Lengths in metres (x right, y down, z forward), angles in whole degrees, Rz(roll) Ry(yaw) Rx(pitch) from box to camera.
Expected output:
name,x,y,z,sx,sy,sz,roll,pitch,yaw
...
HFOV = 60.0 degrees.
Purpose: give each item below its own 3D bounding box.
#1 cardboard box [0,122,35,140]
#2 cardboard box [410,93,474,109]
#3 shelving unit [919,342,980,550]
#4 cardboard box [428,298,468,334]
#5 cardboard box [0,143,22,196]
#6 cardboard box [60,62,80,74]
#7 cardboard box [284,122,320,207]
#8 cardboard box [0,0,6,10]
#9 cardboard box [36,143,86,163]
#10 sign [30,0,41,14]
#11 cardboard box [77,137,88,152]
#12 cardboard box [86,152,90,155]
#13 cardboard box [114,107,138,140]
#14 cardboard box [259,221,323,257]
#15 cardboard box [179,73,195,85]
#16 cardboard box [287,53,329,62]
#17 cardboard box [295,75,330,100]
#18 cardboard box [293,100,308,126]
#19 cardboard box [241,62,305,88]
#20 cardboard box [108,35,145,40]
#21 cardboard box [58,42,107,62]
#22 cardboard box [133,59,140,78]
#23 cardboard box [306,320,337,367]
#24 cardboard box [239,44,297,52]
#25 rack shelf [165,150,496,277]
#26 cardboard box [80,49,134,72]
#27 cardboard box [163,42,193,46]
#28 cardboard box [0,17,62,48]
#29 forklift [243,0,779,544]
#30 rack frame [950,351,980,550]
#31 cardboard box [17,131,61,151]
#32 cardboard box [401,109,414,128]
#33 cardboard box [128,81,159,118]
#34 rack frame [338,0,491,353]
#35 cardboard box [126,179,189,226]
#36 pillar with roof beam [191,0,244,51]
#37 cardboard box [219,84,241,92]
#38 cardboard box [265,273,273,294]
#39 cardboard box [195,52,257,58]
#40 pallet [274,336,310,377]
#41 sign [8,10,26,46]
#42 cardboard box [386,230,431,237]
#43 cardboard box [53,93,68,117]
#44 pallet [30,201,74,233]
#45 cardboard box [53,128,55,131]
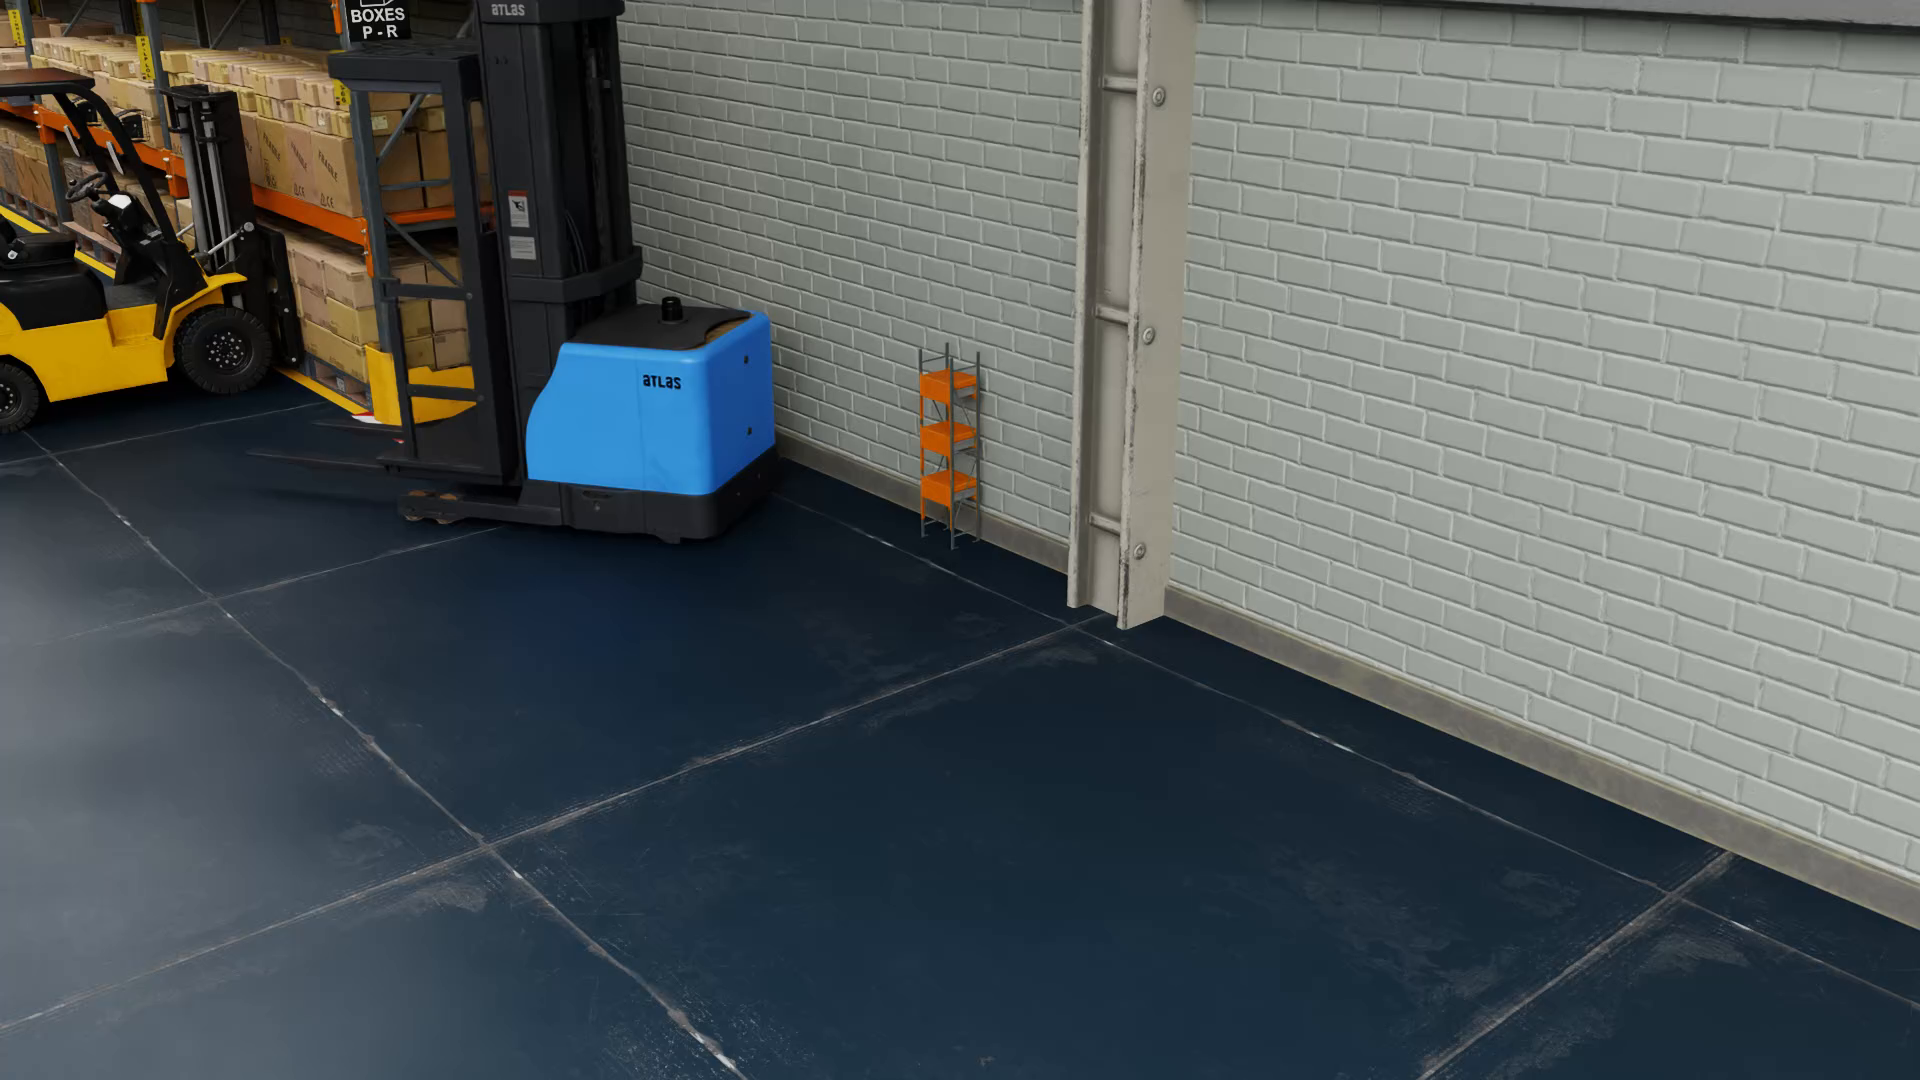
name,x,y,z,sx,sy,sz,roll,pitch,yaw
cardboard box,-10.438,-4.521,18.376,0.380,0.149,0.250,-18,27,-38
cardboard box,-3.435,-2.942,10.947,0.380,0.149,0.250,-18,28,-38
shelving unit,-0.054,-0.494,8.805,0.215,1.050,0.252,-18,28,-38
cardboard box,-3.527,-1.638,11.563,0.500,0.250,0.500,-17,27,-36
cardboard box,-10.054,-4.042,18.043,0.500,0.500,0.500,-19,28,-39
cardboard box,-7.841,-4.216,15.155,0.500,0.250,0.500,-18,28,-39
cardboard box,-4.229,-2.576,11.312,0.500,0.500,0.500,-16,27,-36
cardboard box,-11.981,-6.519,20.284,0.500,0.500,0.500,-18,28,-39
cardboard box,-9.114,-3.931,16.870,0.380,0.149,0.250,-19,28,-40
sign,-10.792,-6.299,19.365,0.100,0.325,0.005,-17,27,-37
cardboard box,-9.080,-4.203,17.563,0.380,0.149,0.250,-17,27,-37
cardboard box,-8.968,-3.876,17.619,0.500,0.500,0.500,-17,27,-37
cardboard box,-6.848,-3.561,14.168,0.500,0.250,0.500,-18,27,-38
cardboard box,-4.914,-2.163,12.217,0.500,0.250,0.500,-18,28,-38
cardboard box,-5.809,-3.543,12.890,0.380,0.149,0.250,-17,27,-36
cardboard box,-4.871,-3.607,12.646,0.380,0.149,0.250,-18,28,-38
cardboard box,-4.253,-3.060,11.249,0.380,0.149,0.250,-17,27,-37
cardboard box,-4.282,-2.910,11.273,0.380,0.149,0.250,-18,27,-38
cardboard box,-4.928,-3.343,11.971,0.380,0.149,0.250,-17,27,-37
cardboard box,-7.978,-4.782,16.055,0.380,0.149,0.250,-17,27,-36
cardboard box,-8.072,-4.504,15.344,0.380,0.149,0.250,-17,27,-37
cardboard box,-6.682,-3.953,13.938,0.380,0.149,0.250,-17,27,-37
cardboard box,-4.241,-1.420,11.692,0.500,0.250,0.500,-17,27,-37
cardboard box,-5.551,-3.887,13.360,0.380,0.149,0.250,-17,27,-37
rack shelf,-4.683,-2.529,12.313,1.077,0.370,4.000,-17,27,-37
cardboard box,-7.468,-4.207,14.585,0.380,0.149,0.250,-18,28,-39
cardboard box,-7.305,-4.505,15.347,0.380,0.149,0.250,-18,28,-38
cardboard box,-9.805,-5.172,17.358,0.797,0.503,0.637,-18,28,-39
forklift,-2.623,-1.628,9.122,3.031,2.935,1.130,6,22,15
rack frame,0.027,-0.461,8.720,0.200,1.050,0.008,-18,28,-38
cardboard box,-9.755,-4.235,17.645,0.380,0.149,0.250,-18,28,-38
cardboard box,-3.612,-2.868,11.167,0.380,0.149,0.250,-17,27,-37
cardboard box,-6.503,-3.654,13.720,0.500,0.250,0.500,-18,28,-39
rack frame,-3.377,-2.311,10.771,1.000,3.000,0.127,-17,27,-37
cardboard box,-6.838,-2.864,14.863,0.875,0.625,0.625,-18,28,-38
pillar with roof beam,-10.327,-6.144,12.332,9.100,9.000,0.400,-17,27,-37
cardboard box,-5.166,-3.253,12.151,0.380,0.149,0.250,-19,28,-39
cardboard box,-4.928,-1.937,12.325,0.500,0.250,0.500,-18,27,-38
cardboard box,-5.593,-3.625,12.693,0.380,0.149,0.250,-18,28,-38
pallet,-4.700,-1.551,12.654,1.003,0.211,1.213,-17,27,-37
sign,-9.004,-4.892,15.881,0.100,0.325,0.005,-17,27,-37
cardboard box,-4.195,-2.147,12.177,0.500,0.250,0.500,-18,27,-38
cardboard box,-8.170,-4.130,15.622,0.500,0.250,0.500,-18,28,-39
pallet,-9.058,-3.438,17.473,1.003,0.211,1.213,-17,27,-37
cardboard box,-9.875,-4.579,18.525,0.380,0.149,0.250,-17,27,-37
